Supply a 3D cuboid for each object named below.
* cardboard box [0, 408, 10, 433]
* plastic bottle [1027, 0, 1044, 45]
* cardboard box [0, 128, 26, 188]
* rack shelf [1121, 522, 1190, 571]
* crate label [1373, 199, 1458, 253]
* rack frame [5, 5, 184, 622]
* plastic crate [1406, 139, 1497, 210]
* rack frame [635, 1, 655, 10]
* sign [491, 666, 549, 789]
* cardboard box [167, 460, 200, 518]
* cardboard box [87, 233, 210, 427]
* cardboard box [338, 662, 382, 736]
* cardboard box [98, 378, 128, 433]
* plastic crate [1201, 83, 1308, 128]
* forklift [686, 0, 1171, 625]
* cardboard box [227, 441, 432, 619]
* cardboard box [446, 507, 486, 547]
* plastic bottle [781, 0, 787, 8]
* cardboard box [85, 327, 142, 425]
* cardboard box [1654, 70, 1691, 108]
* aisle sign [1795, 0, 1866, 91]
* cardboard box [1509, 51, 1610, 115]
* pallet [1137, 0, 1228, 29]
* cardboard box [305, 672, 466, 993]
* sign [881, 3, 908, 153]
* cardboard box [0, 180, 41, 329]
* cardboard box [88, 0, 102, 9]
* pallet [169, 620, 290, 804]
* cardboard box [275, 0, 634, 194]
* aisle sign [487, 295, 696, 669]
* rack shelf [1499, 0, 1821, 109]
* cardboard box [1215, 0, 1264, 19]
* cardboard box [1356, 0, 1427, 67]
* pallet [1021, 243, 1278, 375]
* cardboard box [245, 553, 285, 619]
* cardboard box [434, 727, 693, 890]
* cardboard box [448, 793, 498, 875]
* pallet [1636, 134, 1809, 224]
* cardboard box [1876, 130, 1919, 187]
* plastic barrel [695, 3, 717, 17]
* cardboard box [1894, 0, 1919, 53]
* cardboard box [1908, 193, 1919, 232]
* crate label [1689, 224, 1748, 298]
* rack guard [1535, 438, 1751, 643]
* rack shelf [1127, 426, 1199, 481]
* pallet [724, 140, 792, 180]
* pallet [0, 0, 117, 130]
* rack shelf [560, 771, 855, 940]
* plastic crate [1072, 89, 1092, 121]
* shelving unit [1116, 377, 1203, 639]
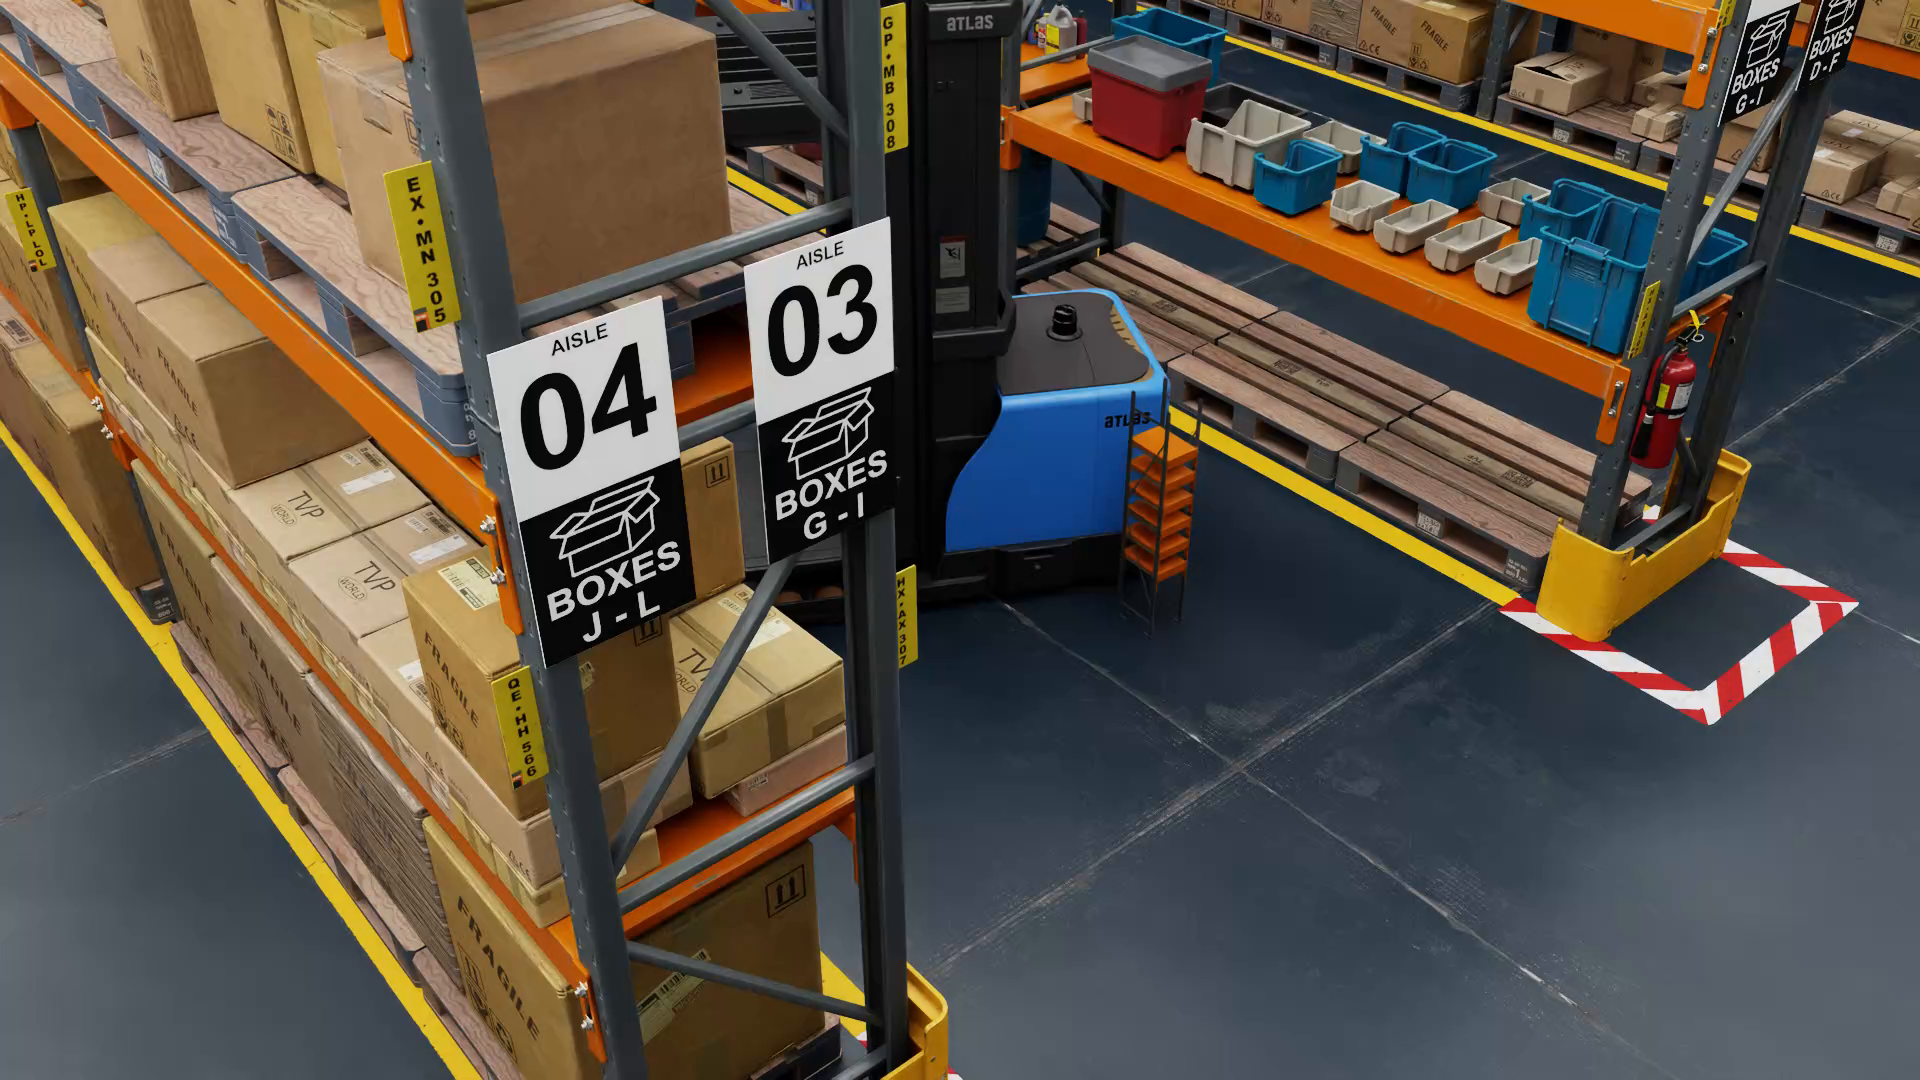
[{"bbox_3d":[-4.749,-1.320,8.994,1.225,0.875,0.875,-26,43,-32],"label":"cardboard box"},{"bbox_3d":[0.469,-3.221,10.314,0.097,0.271,0.097,0,35,0],"label":"plastic bottle"},{"bbox_3d":[-4.019,-1.995,7.518,0.797,0.503,0.637,-26,43,-31],"label":"cardboard box"},{"bbox_3d":[0.878,0.010,7.482,0.180,0.103,0.258,-23,41,-29],"label":"rack shelf"},{"bbox_3d":[2.159,-1.497,7.944,0.396,0.136,0.243,-26,43,-32],"label":"crate label"},{"bbox_3d":[-3.167,-0.959,7.009,1.000,3.000,0.127,-26,43,-32],"label":"rack frame"},{"bbox_3d":[2.441,-1.810,8.303,0.416,0.233,0.300,-26,43,-32],"label":"plastic crate"},{"bbox_3d":[-1.964,-4.572,12.111,1.000,3.000,0.127,-26,43,-32],"label":"rack frame"},{"bbox_3d":[-1.009,0.434,3.835,0.100,0.325,0.005,-26,43,-32],"label":"sign"},{"bbox_3d":[-2.719,-0.254,6.231,0.380,0.149,0.250,-27,44,-33],"label":"cardboard box"},{"bbox_3d":[-2.741,-0.798,6.005,0.500,0.500,0.500,-26,43,-32],"label":"cardboard box"},{"bbox_3d":[-1.727,0.425,5.272,0.380,0.149,0.250,-27,43,-33],"label":"cardboard box"},{"bbox_3d":[-3.230,-0.602,6.722,0.380,0.149,0.250,-26,43,-32],"label":"cardboard box"},{"bbox_3d":[1.544,-2.324,9.123,0.437,0.125,0.590,-26,43,-32],"label":"plastic crate"},{"bbox_3d":[-0.612,-1.125,7.302,3.031,2.935,1.130,-7,36,-9],"label":"forklift"},{"bbox_3d":[-2.096,-0.045,5.591,0.500,0.250,0.500,-26,43,-32],"label":"cardboard box"},{"bbox_3d":[-1.351,-0.016,5.550,0.500,0.250,0.500,-28,44,-33],"label":"cardboard box"},{"bbox_3d":[-1.133,-3.637,10.901,0.097,0.271,0.097,0,35,0],"label":"plastic bottle"},{"bbox_3d":[-3.064,-0.714,6.535,0.500,0.250,0.500,-27,43,-33],"label":"cardboard box"},{"bbox_3d":[5.472,-3.257,12.200,0.500,0.311,0.500,-26,43,-32],"label":"cardboard box"},{"bbox_3d":[3.472,-2.180,6.484,0.394,0.787,0.004,-26,43,-32],"label":"aisle sign"},{"bbox_3d":[4.509,-3.468,12.498,0.500,0.311,0.500,-26,43,-32],"label":"cardboard box"},{"bbox_3d":[2.275,-4.936,15.037,1.003,0.211,1.213,-26,43,-32],"label":"pallet"},{"bbox_3d":[-1.647,0.848,5.932,0.875,0.875,0.875,-26,43,-32],"label":"cardboard box"},{"bbox_3d":[-0.158,-1.010,3.661,0.100,0.325,0.005,-26,43,-32],"label":"sign"},{"bbox_3d":[-3.991,-1.325,7.440,0.500,0.500,0.500,-25,42,-30],"label":"cardboard box"},{"bbox_3d":[-2.616,-2.113,5.506,0.700,0.500,0.500,-29,44,-34],"label":"cardboard box"},{"bbox_3d":[-2.736,0.544,7.299,1.003,0.211,1.213,-26,43,-32],"label":"pallet"},{"bbox_3d":[-1.233,-1.173,4.179,0.700,0.500,0.500,-28,44,-33],"label":"cardboard box"},{"bbox_3d":[-0.768,-0.110,3.561,0.394,0.787,0.004,-26,43,-32],"label":"aisle sign"},{"bbox_3d":[1.908,-2.854,7.711,1.077,0.370,4.000,-26,43,-32],"label":"rack shelf"},{"bbox_3d":[2.559,-4.818,14.239,0.500,0.500,0.500,-27,43,-32],"label":"cardboard box"},{"bbox_3d":[3.553,-4.144,13.288,0.500,0.500,0.500,-26,43,-32],"label":"cardboard box"},{"bbox_3d":[1.121,-1.358,9.985,1.003,0.211,1.213,-26,43,-32],"label":"pallet"},{"bbox_3d":[-2.223,0.086,5.751,0.380,0.149,0.250,-27,44,-33],"label":"cardboard box"},{"bbox_3d":[-1.101,0.632,4.635,0.500,0.250,0.500,-27,43,-32],"label":"cardboard box"},{"bbox_3d":[-1.236,0.761,4.797,0.380,0.149,0.250,-26,43,-31],"label":"cardboard box"},{"bbox_3d":[5.637,-2.672,11.840,1.003,0.211,1.213,-26,43,-32],"label":"pallet"},{"bbox_3d":[6.528,-2.510,11.197,0.500,0.250,0.500,-26,43,-32],"label":"cardboard box"},{"bbox_3d":[-1.636,-3.648,12.320,0.600,0.830,0.708,-26,43,-32],"label":"plastic barrel"},{"bbox_3d":[6.150,-3.251,10.158,0.500,0.500,0.500,-26,43,-31],"label":"cardboard box"},{"bbox_3d":[6.445,-2.194,10.534,0.500,0.500,0.500,-26,43,-32],"label":"cardboard box"},{"bbox_3d":[3.290,-1.228,7.482,0.416,0.233,0.303,-26,43,-32],"label":"crate label"},{"bbox_3d":[3.224,-0.014,7.838,1.175,0.500,0.348,-26,43,-32],"label":"rack guard"},{"bbox_3d":[0.878,-0.382,7.205,0.180,0.103,0.258,-23,41,-29],"label":"rack shelf"},{"bbox_3d":[-1.424,-3.102,12.447,1.003,0.211,1.213,-26,43,-32],"label":"pallet"},{"bbox_3d":[-2.647,-1.782,5.652,1.003,0.211,1.213,-26,43,-32],"label":"pallet"},{"bbox_3d":[-1.876,0.138,5.913,0.919,0.124,3.809,-26,43,-32],"label":"rack shelf"},{"bbox_3d":[0.808,-2.464,9.311,0.396,0.136,0.243,-26,43,-32],"label":"plastic crate"},{"bbox_3d":[0.878,-0.124,7.387,0.189,1.200,0.258,-23,41,-29],"label":"shelving unit"}]
